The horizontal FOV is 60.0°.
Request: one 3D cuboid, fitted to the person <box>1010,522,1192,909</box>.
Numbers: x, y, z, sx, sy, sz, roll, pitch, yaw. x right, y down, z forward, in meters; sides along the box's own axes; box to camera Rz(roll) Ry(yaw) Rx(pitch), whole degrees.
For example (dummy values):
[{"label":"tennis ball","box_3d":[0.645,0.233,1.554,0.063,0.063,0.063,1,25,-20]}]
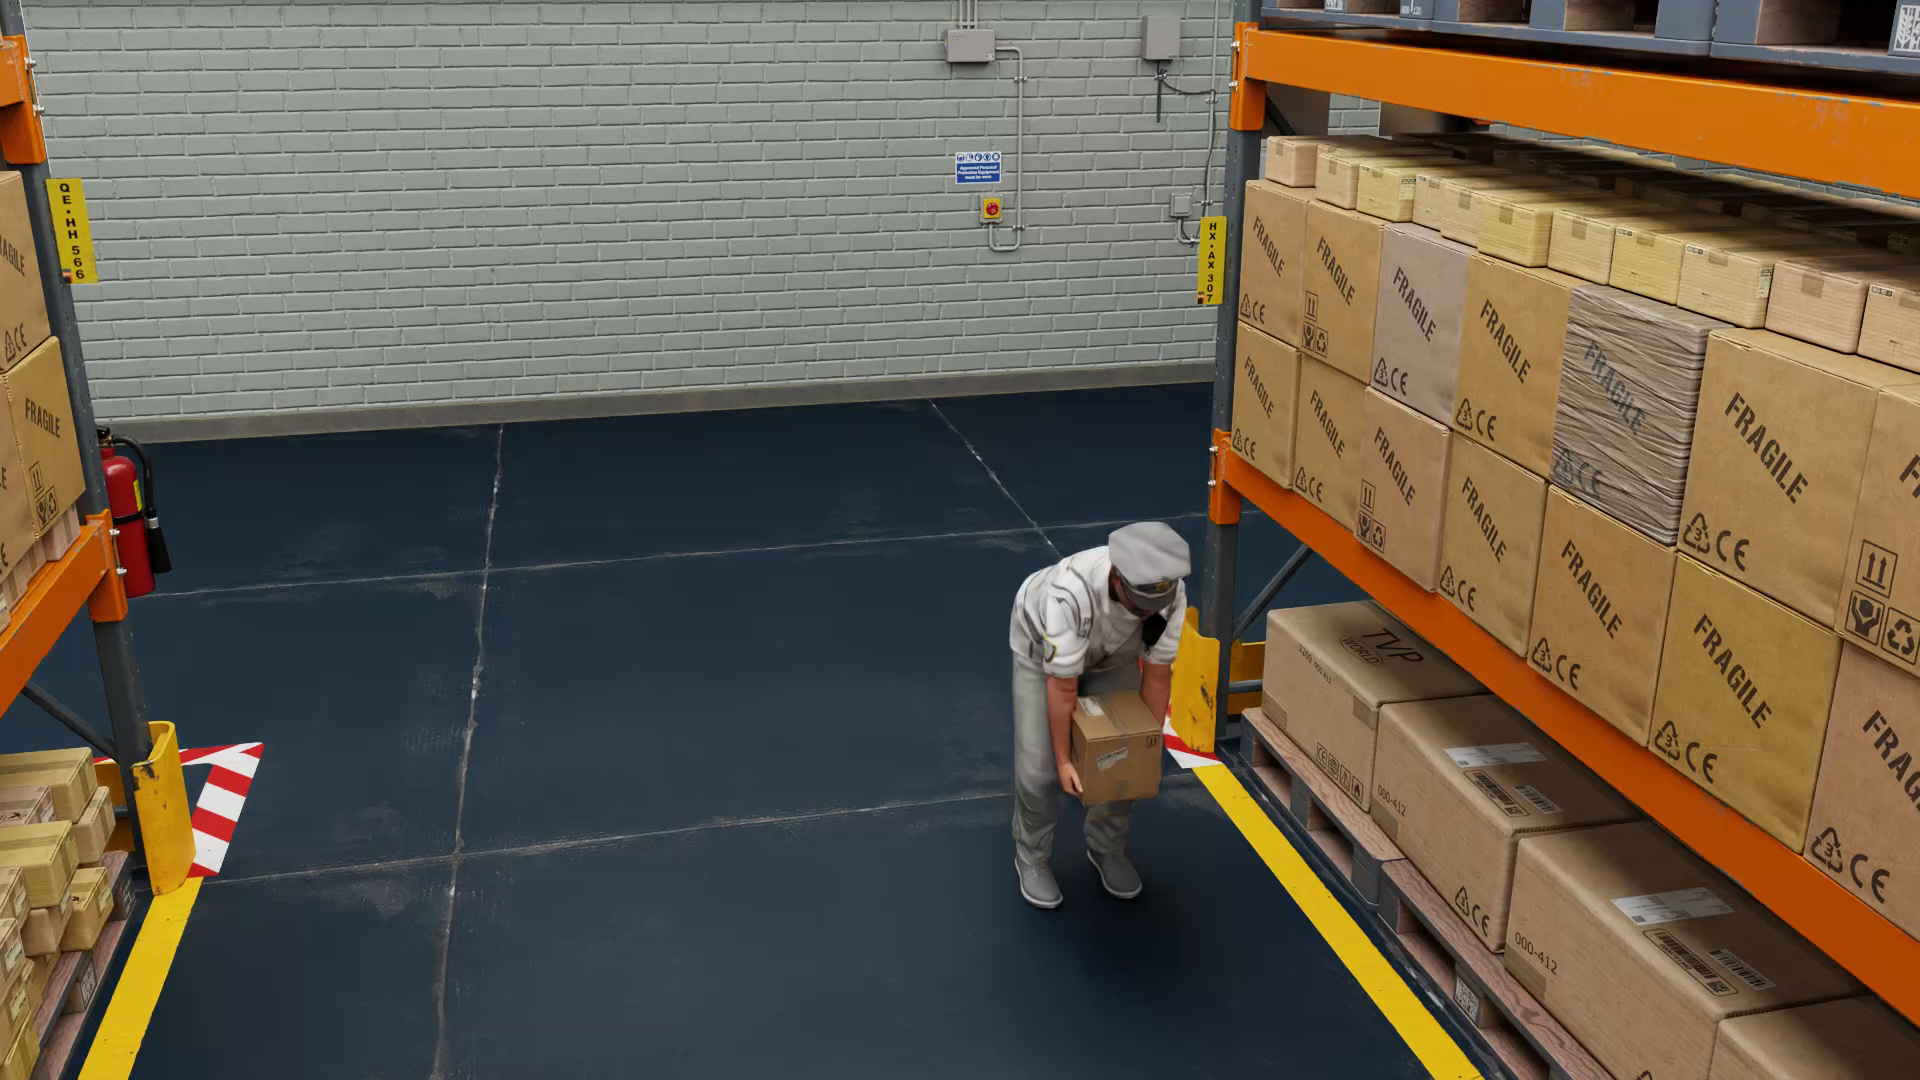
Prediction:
[{"label":"person","box_3d":[0.455,0.565,5.387,0.476,1.477,0.919,-5,20,-14]}]
